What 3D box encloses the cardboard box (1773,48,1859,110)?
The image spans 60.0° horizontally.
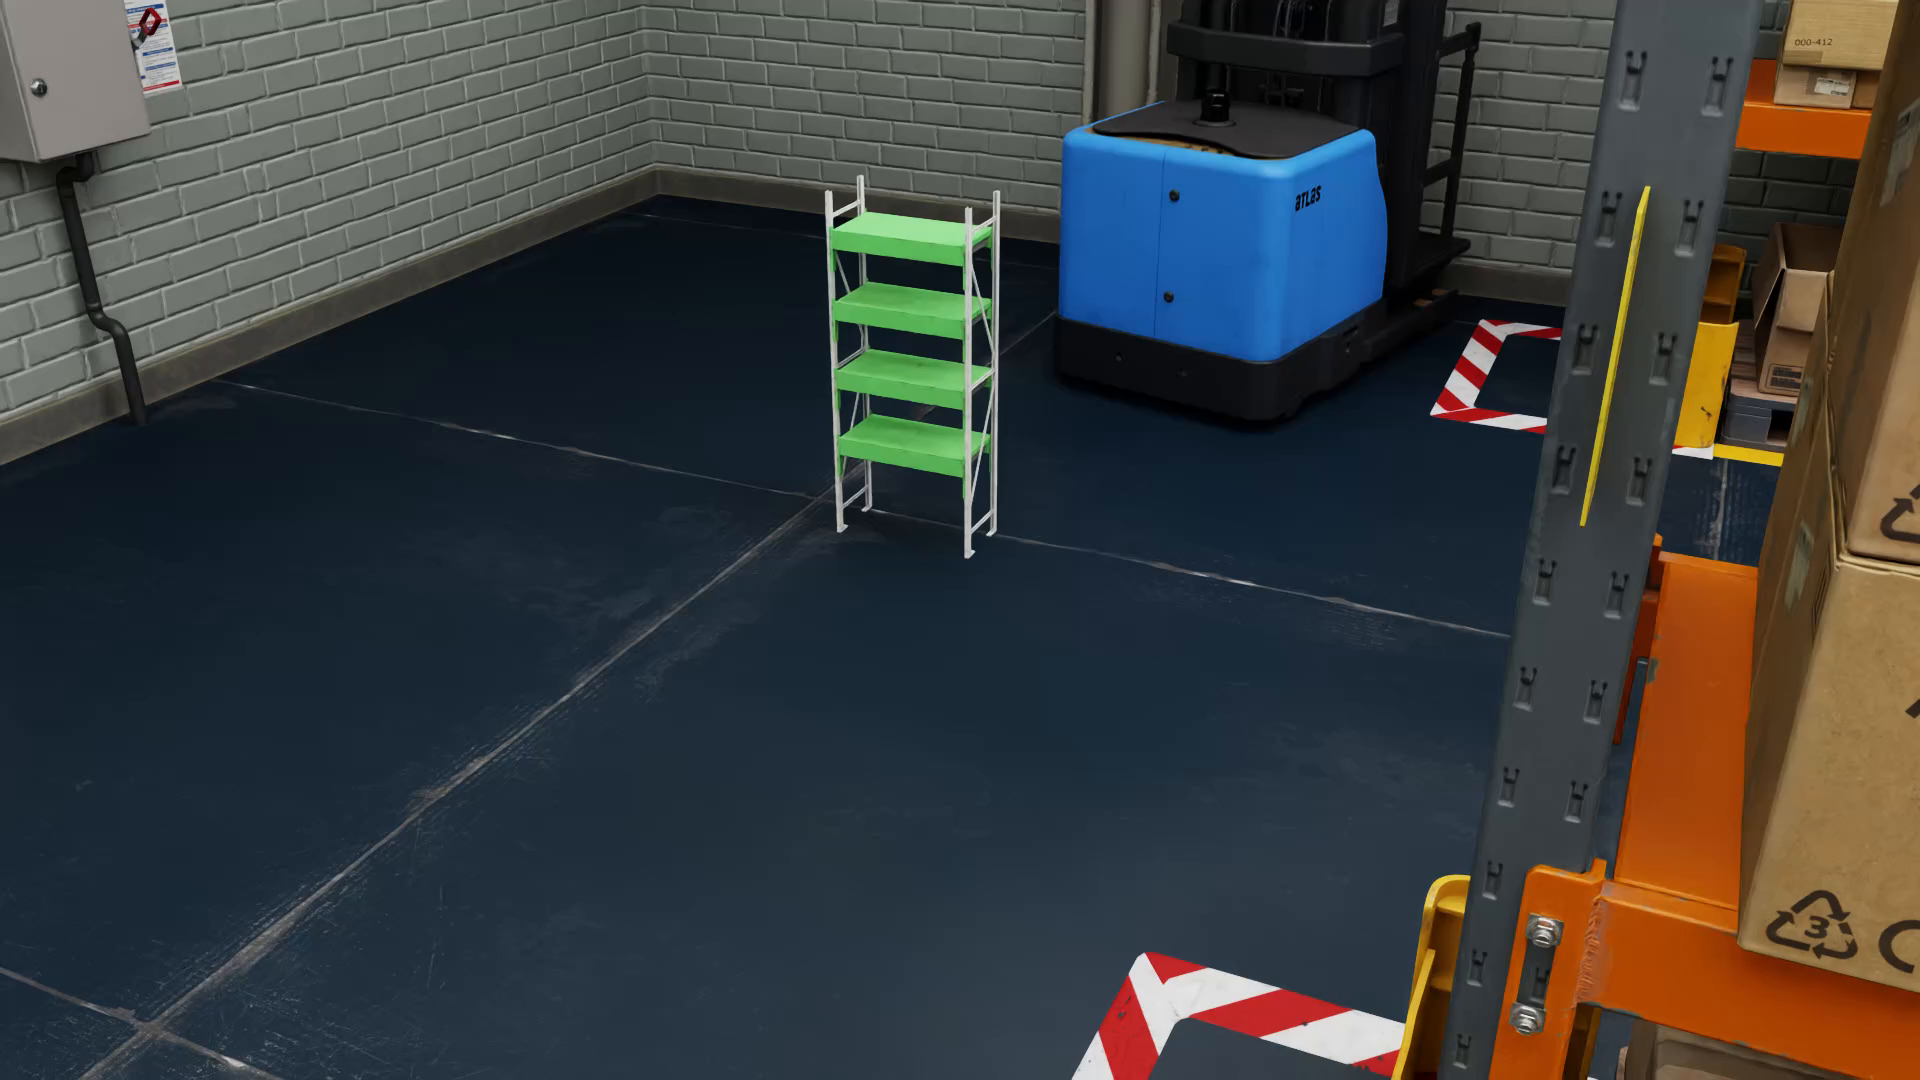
[{"bbox_3d":[3.120,-1.689,6.070,0.250,0.149,0.380,11,28,21],"label":"cardboard box"}]

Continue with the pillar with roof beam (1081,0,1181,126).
[{"bbox_3d":[-0.929,-3.788,3.257,0.400,9.000,9.100,11,28,22],"label":"pillar with roof beam"}]

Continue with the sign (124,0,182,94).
[{"bbox_3d":[-3.242,-2.009,6.543,0.001,0.494,0.329,11,28,22],"label":"sign"}]

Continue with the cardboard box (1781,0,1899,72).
[{"bbox_3d":[3.236,-1.847,5.939,0.500,0.250,0.500,12,28,22],"label":"cardboard box"}]

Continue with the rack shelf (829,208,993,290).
[{"bbox_3d":[-0.151,-0.942,5.363,0.480,0.148,0.258,11,28,22],"label":"rack shelf"}]

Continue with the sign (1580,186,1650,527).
[{"bbox_3d":[0.648,-0.178,1.646,0.005,0.325,0.100,11,28,22],"label":"sign"}]

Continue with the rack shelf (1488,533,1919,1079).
[{"bbox_3d":[2.703,0.712,1.722,4.000,0.370,1.077,11,28,22],"label":"rack shelf"}]

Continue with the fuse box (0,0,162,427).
[{"bbox_3d":[-3.257,-1.238,6.326,0.414,1.711,0.539,11,28,22],"label":"fuse box"}]

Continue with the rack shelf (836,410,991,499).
[{"bbox_3d":[-0.151,-0.296,5.681,0.480,0.148,0.258,11,28,22],"label":"rack shelf"}]

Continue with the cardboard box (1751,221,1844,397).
[{"bbox_3d":[3.452,-0.891,6.515,0.637,0.503,0.797,10,28,20],"label":"cardboard box"}]

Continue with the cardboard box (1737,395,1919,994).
[{"bbox_3d":[1.201,0.182,1.871,0.500,0.500,0.500,11,28,21],"label":"cardboard box"}]

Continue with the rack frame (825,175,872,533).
[{"bbox_3d":[-0.373,-0.613,5.637,0.015,1.200,0.240,11,28,22],"label":"rack frame"}]

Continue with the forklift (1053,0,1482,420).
[{"bbox_3d":[1.681,-2.375,7.256,1.130,2.935,3.031,18,32,33],"label":"forklift"}]

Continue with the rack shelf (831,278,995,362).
[{"bbox_3d":[-0.151,-0.727,5.469,0.480,0.148,0.258,11,28,22],"label":"rack shelf"}]

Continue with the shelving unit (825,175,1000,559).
[{"bbox_3d":[-0.151,-0.569,5.546,0.503,1.200,0.258,11,28,22],"label":"shelving unit"}]

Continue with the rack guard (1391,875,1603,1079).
[{"bbox_3d":[0.861,1.141,2.866,0.348,0.500,1.175,11,28,22],"label":"rack guard"}]

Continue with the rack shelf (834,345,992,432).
[{"bbox_3d":[-0.151,-0.511,5.575,0.480,0.148,0.258,11,28,22],"label":"rack shelf"}]

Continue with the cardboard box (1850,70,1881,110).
[{"bbox_3d":[3.370,-1.662,6.013,0.250,0.149,0.380,12,29,23],"label":"cardboard box"}]

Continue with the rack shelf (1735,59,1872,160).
[{"bbox_3d":[4.755,-1.284,5.777,4.000,0.370,1.077,11,28,22],"label":"rack shelf"}]

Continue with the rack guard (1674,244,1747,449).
[{"bbox_3d":[3.003,-0.837,6.884,0.348,0.500,1.175,11,28,22],"label":"rack guard"}]

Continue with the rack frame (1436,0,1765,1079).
[{"bbox_3d":[0.884,0.023,2.308,0.053,2.616,0.949,11,28,22],"label":"rack frame"}]

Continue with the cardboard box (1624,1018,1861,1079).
[{"bbox_3d":[1.525,1.066,2.615,0.875,0.438,0.875,10,28,20],"label":"cardboard box"}]

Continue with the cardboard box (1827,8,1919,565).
[{"bbox_3d":[1.202,-0.267,1.652,0.500,0.500,0.500,11,28,21],"label":"cardboard box"}]

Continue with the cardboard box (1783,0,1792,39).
[{"bbox_3d":[3.463,-2.061,6.374,0.500,0.250,0.500,12,29,23],"label":"cardboard box"}]

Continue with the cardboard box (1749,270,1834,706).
[{"bbox_3d":[1.431,-0.039,2.320,0.500,0.500,0.500,12,28,22],"label":"cardboard box"}]

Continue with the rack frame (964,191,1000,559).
[{"bbox_3d":[0.071,-0.524,5.456,0.015,1.200,0.240,11,28,22],"label":"rack frame"}]

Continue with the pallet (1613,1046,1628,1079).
[{"bbox_3d":[1.643,1.390,2.688,1.213,0.211,1.003,11,28,22],"label":"pallet"}]

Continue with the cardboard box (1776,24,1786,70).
[{"bbox_3d":[3.347,-1.907,6.512,0.250,0.149,0.380,11,28,21],"label":"cardboard box"}]

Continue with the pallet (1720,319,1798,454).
[{"bbox_3d":[3.729,-0.562,6.653,1.213,0.211,1.003,11,28,22],"label":"pallet"}]

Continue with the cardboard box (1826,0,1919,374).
[{"bbox_3d":[1.420,-0.477,2.078,0.500,0.500,0.500,12,29,23],"label":"cardboard box"}]
